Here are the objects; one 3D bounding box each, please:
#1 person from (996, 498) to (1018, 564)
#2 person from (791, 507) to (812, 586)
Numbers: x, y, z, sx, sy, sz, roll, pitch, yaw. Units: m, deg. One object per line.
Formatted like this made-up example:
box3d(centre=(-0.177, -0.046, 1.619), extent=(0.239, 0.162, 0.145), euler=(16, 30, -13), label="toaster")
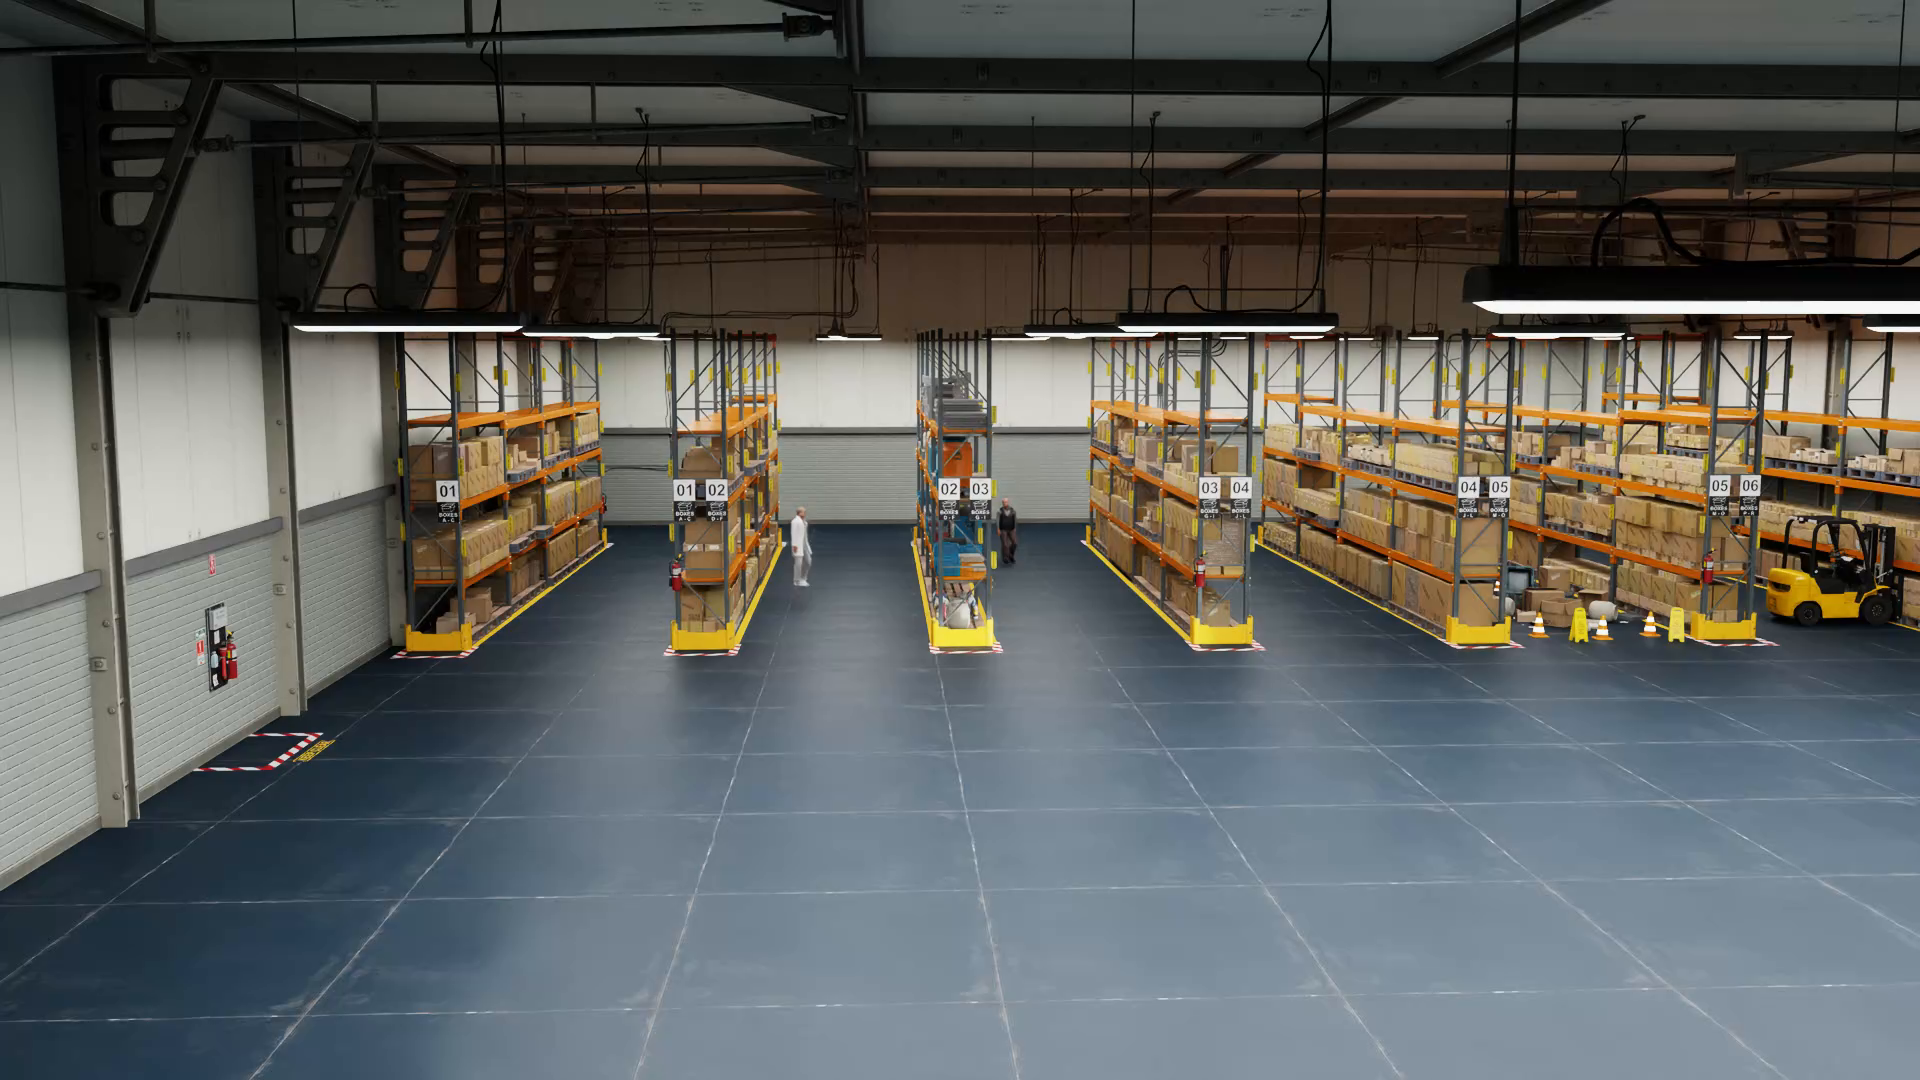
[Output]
box3d(centre=(1.231, -0.225, 43.192), extent=(0.582, 1.733, 0.497), euler=(-2, 7, -20), label="person")
box3d(centre=(-3.632, 0.158, 37.474), extent=(0.478, 1.820, 0.634), euler=(5, 8, 37), label="person")
